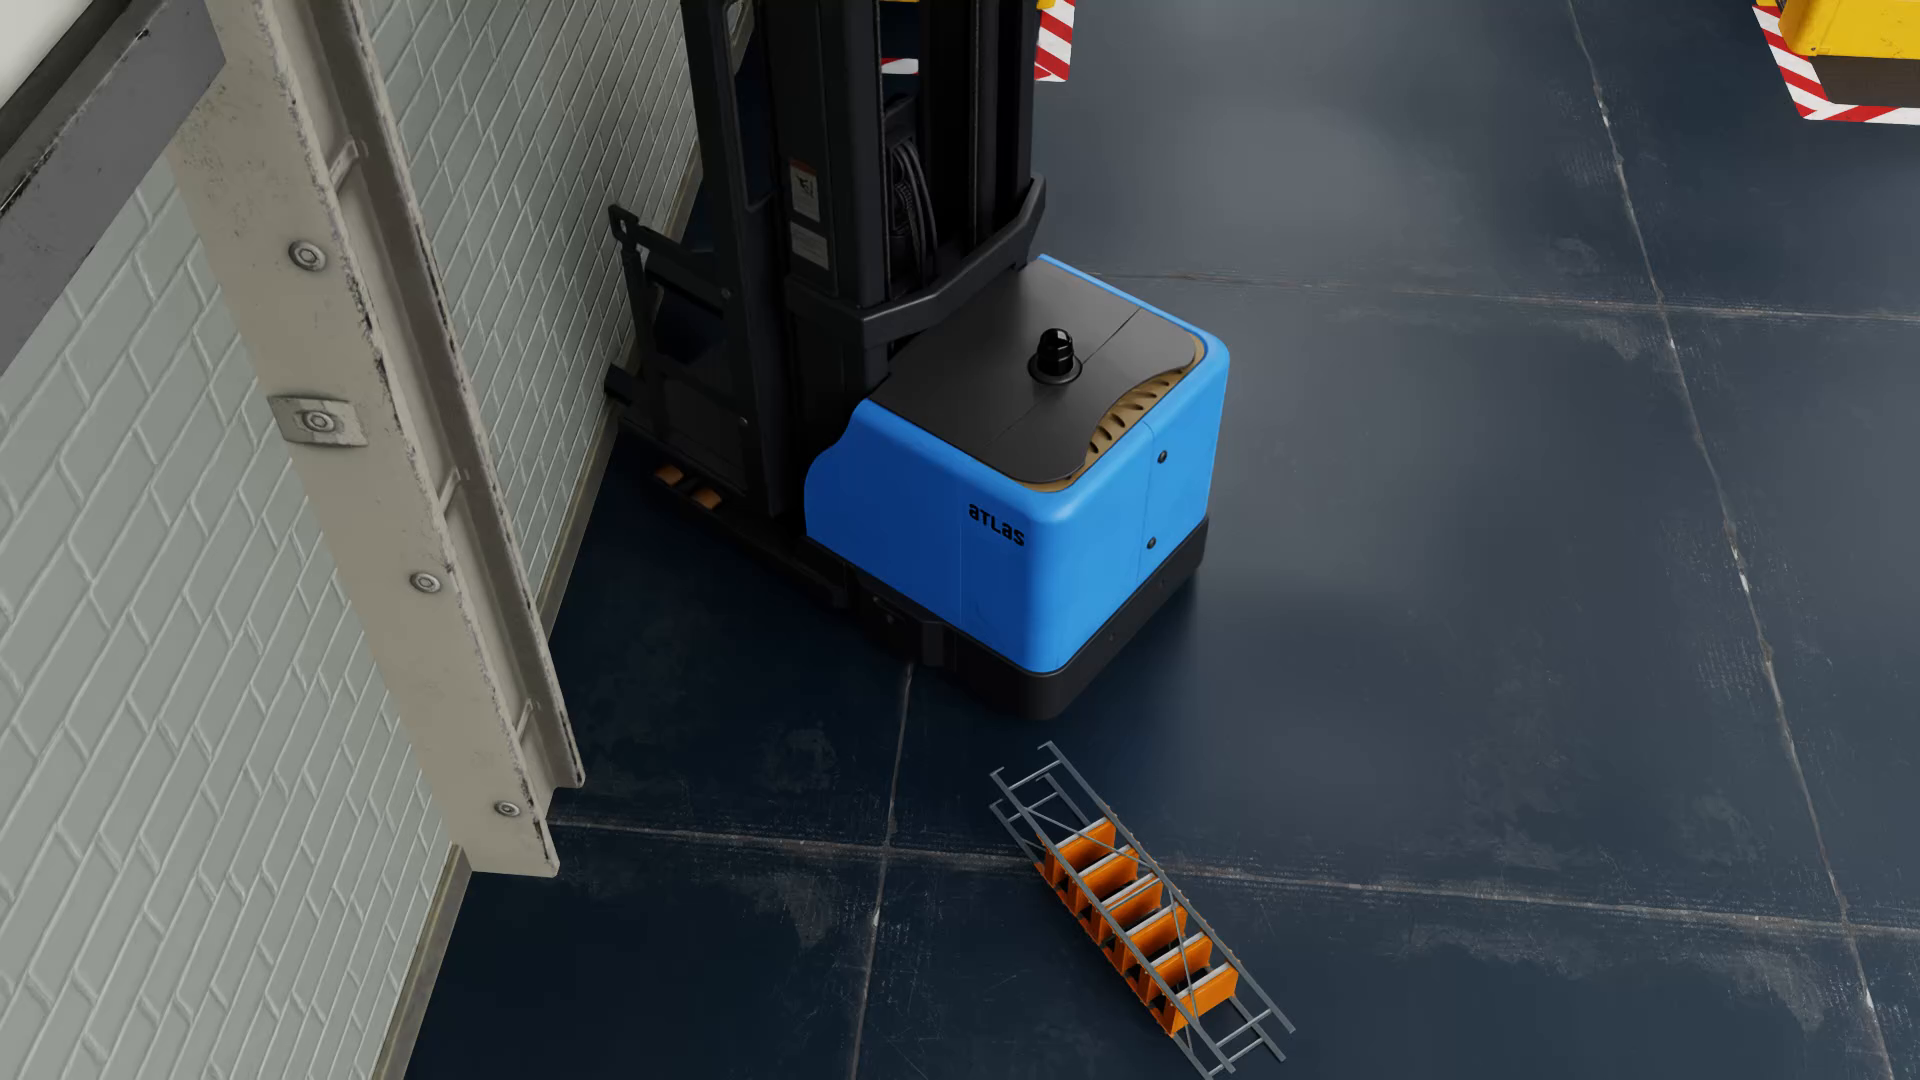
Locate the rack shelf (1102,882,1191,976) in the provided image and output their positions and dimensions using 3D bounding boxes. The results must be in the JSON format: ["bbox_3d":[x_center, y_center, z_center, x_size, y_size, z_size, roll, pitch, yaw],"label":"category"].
[{"bbox_3d":[0.565,1.178,5.042,0.258,0.180,0.103,-26,53,-22],"label":"rack shelf"}]

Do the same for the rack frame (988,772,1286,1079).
[{"bbox_3d":[0.523,1.193,5.152,0.240,0.006,1.200,-26,53,-22],"label":"rack frame"}]

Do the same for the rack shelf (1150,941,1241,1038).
[{"bbox_3d":[0.697,1.325,4.906,0.258,0.180,0.103,-26,53,-22],"label":"rack shelf"}]

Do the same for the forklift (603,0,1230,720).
[{"bbox_3d":[-0.576,-1.300,5.452,3.031,2.935,1.130,30,54,25],"label":"forklift"}]

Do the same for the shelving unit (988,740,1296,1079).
[{"bbox_3d":[0.523,1.131,5.084,0.258,0.189,1.200,-26,53,-22],"label":"shelving unit"}]

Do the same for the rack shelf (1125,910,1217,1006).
[{"bbox_3d":[0.631,1.252,4.974,0.258,0.180,0.103,-26,53,-22],"label":"rack shelf"}]

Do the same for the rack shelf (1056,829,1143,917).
[{"bbox_3d":[0.433,1.030,5.177,0.258,0.180,0.103,-26,53,-22],"label":"rack shelf"}]

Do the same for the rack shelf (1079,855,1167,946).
[{"bbox_3d":[0.499,1.104,5.109,0.258,0.180,0.103,-26,53,-22],"label":"rack shelf"}]

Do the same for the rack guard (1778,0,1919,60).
[{"bbox_3d":[4.859,-2.744,8.421,1.175,0.500,0.348,4,48,4],"label":"rack guard"}]

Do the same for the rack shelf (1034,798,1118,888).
[{"bbox_3d":[0.367,0.956,5.245,0.258,0.180,0.103,-26,53,-22],"label":"rack shelf"}]

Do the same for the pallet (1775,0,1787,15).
[{"bbox_3d":[4.889,-3.229,9.060,1.003,0.211,1.213,4,48,4],"label":"pallet"}]

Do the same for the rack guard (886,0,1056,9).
[{"bbox_3d":[-0.066,-3.148,8.790,1.175,0.500,0.348,4,48,4],"label":"rack guard"}]

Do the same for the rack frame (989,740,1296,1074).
[{"bbox_3d":[0.523,1.069,5.017,0.240,0.006,1.200,-26,53,-22],"label":"rack frame"}]

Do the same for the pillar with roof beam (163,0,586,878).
[{"bbox_3d":[2.870,-1.834,1.829,9.100,9.000,0.400,4,48,4],"label":"pillar with roof beam"}]
